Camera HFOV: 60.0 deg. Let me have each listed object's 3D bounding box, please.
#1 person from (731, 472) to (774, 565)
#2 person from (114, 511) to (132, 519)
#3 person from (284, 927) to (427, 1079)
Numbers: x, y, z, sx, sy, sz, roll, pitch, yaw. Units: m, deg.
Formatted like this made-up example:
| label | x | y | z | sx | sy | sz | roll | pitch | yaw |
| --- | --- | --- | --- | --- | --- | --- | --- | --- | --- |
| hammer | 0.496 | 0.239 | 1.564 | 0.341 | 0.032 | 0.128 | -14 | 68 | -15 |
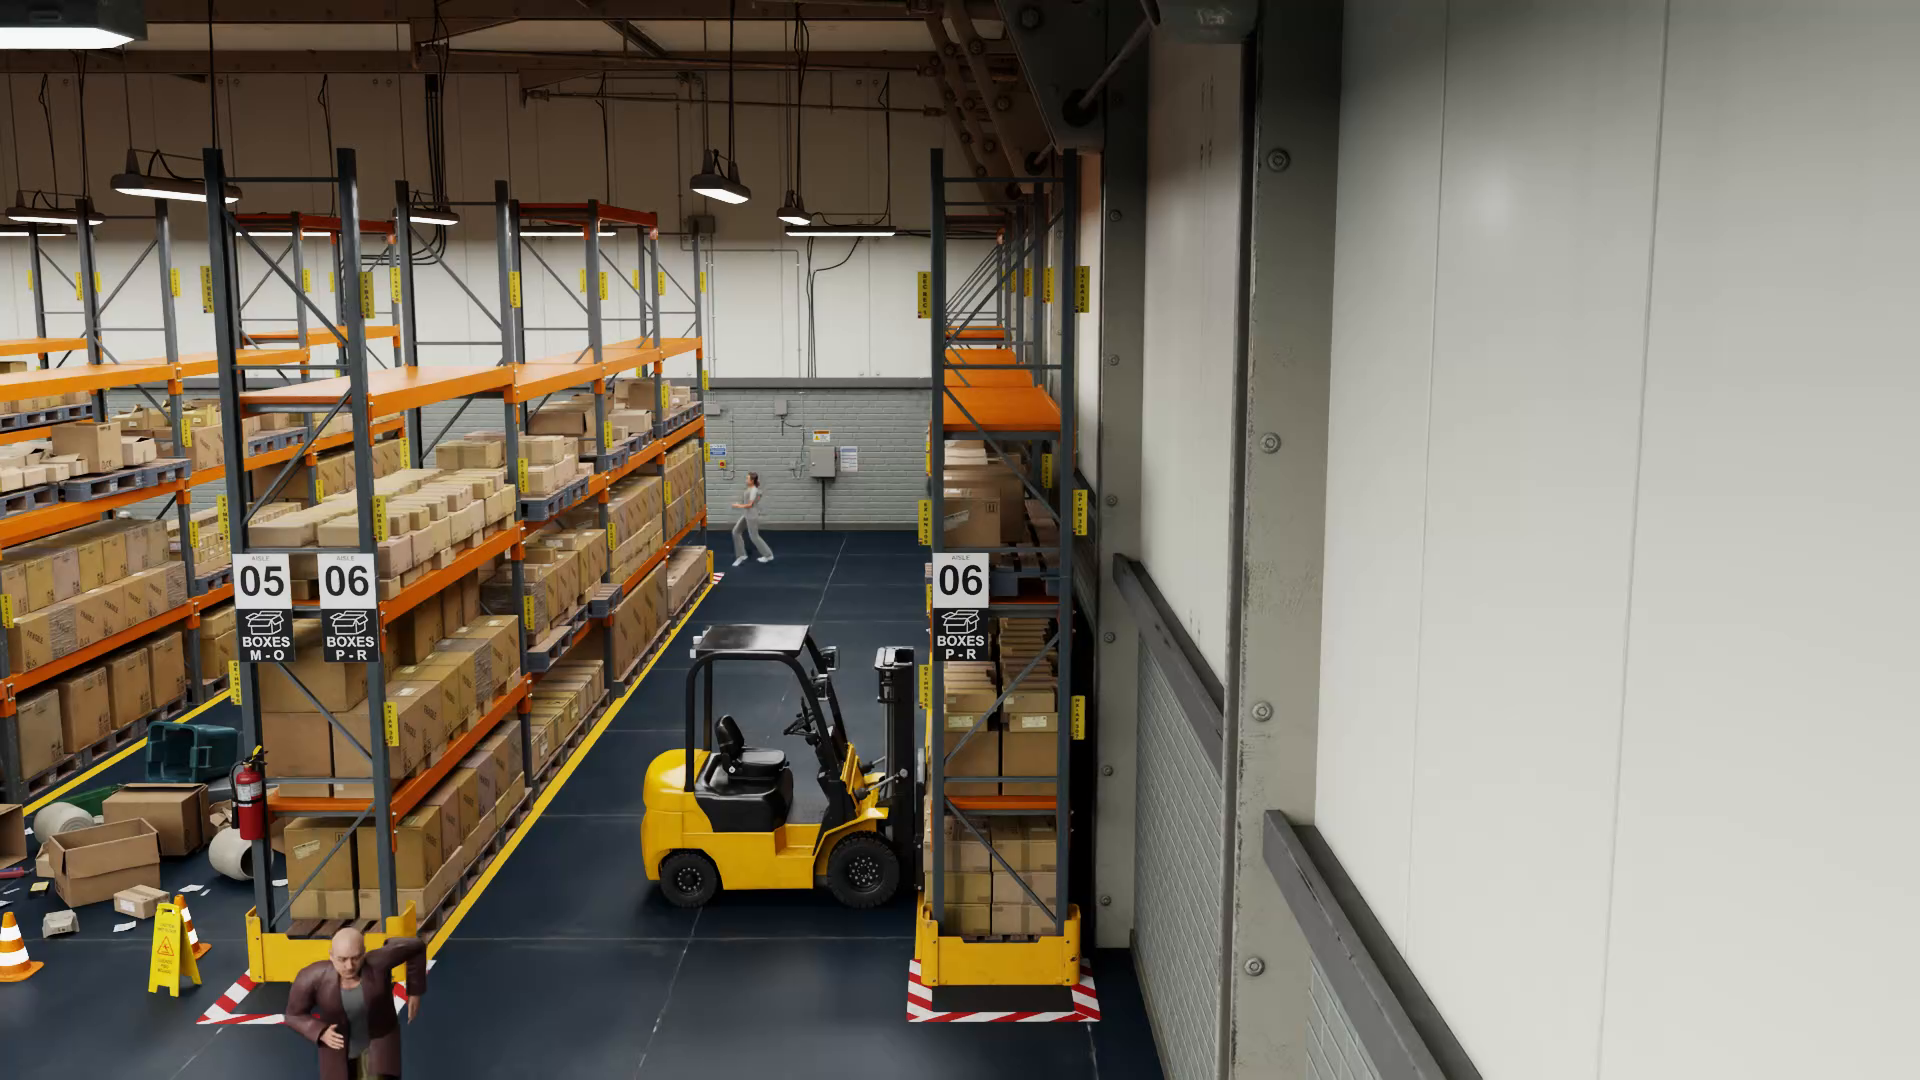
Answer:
| label | x | y | z | sx | sy | sz | roll | pitch | yaw |
| --- | --- | --- | --- | --- | --- | --- | --- | --- | --- |
| person | -3.709 | -0.362 | 29.647 | 0.745 | 1.680 | 0.570 | -3 | 10 | -17 |
| person | -12.501 | 0.377 | 24.989 | 0.587 | 1.621 | 0.575 | -1 | 9 | -4 |
| person | -3.379 | 2.945 | 9.400 | 0.751 | 1.625 | 1.072 | -3 | 10 | -18 |
